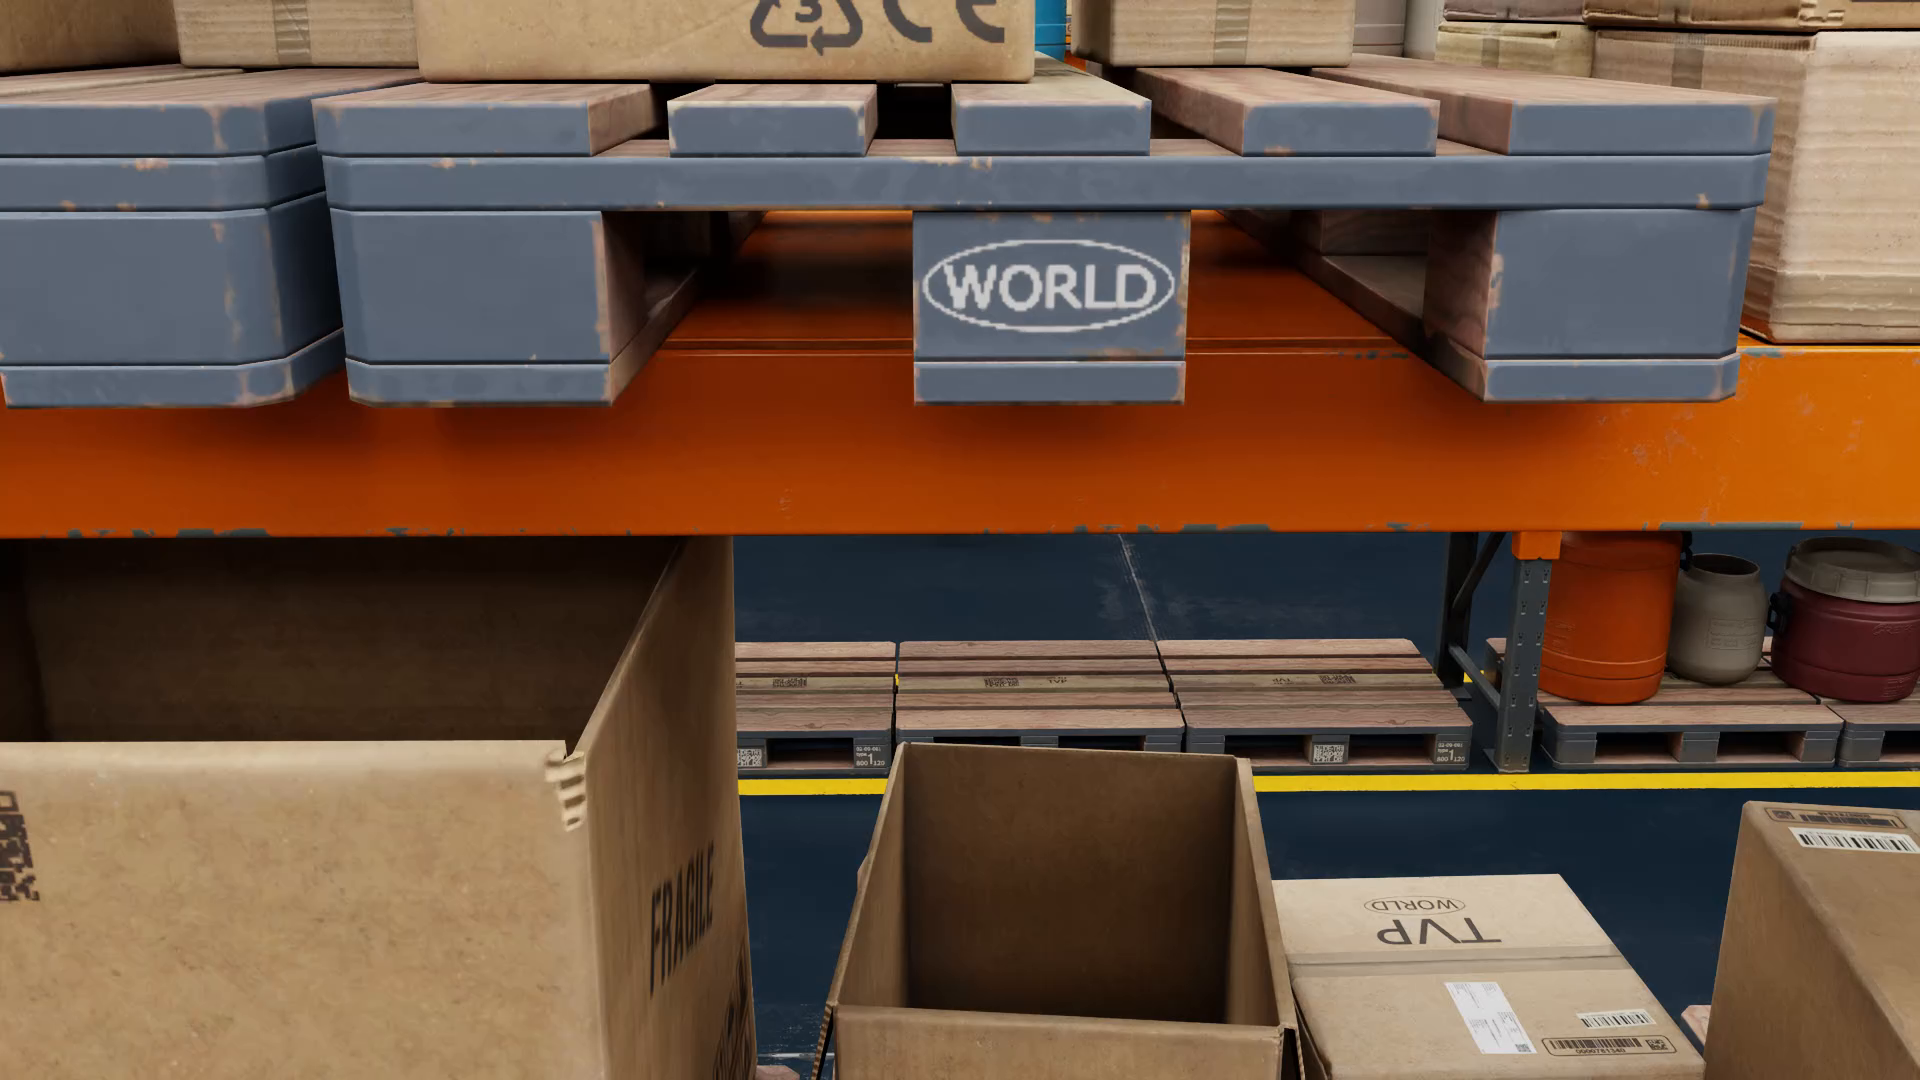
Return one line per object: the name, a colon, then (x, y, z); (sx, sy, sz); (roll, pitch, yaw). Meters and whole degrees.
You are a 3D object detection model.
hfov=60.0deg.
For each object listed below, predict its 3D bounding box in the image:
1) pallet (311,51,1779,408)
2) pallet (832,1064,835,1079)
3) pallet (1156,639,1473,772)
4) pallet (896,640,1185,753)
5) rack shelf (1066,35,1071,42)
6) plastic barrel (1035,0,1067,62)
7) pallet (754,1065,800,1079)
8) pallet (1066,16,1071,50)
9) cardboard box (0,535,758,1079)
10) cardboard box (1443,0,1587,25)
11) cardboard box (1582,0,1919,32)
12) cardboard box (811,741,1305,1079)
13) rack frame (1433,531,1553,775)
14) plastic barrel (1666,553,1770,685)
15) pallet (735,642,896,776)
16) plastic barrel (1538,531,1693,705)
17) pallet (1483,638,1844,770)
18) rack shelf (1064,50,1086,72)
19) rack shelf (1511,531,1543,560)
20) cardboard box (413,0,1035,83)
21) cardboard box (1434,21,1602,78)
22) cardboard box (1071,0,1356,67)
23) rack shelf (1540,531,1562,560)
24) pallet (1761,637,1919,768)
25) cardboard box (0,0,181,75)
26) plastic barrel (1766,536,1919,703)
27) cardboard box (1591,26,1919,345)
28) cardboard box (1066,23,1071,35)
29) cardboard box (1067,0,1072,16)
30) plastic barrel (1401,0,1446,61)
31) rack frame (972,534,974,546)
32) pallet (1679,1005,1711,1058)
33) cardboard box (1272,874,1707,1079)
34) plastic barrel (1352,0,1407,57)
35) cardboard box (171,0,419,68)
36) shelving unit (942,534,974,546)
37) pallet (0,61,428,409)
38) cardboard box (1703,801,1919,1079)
pallet: (0.052, -0.379, 1.716); (1.003, 0.211, 1.213); (0, 18, -1)
pallet: (0.417, 1.030, 2.240); (1.213, 0.211, 1.003); (0, 18, -1)
pallet: (1.542, 0.724, 7.447); (1.213, 0.211, 1.003); (0, 18, -1)
pallet: (0.326, 0.729, 7.431); (1.213, 0.211, 1.003); (0, 18, -1)
rack shelf: (0.162, -4.698, 16.049); (4.000, 0.370, 1.077); (0, 18, -1)
plastic barrel: (0.131, -2.319, 6.634); (0.708, 0.901, 0.600); (0, 18, -1)
pallet: (-0.837, 1.068, 2.122); (1.213, 0.211, 1.003); (0, 18, -1)
pallet: (0.448, -3.411, 11.167); (1.213, 0.211, 1.003); (1, 18, 2)
cardboard box: (-0.807, 0.489, 1.942); (1.000, 1.000, 1.000); (0, 18, 0)
cardboard box: (0.912, -0.868, 1.949); (0.500, 0.500, 0.500); (-1, 18, -2)
cardboard box: (0.915, -0.715, 1.474); (0.500, 0.500, 0.500); (0, 18, 0)
cardboard box: (0.128, 0.650, 2.254); (0.637, 0.503, 0.797); (2, 18, 5)
rack frame: (2.318, -0.596, 6.995); (0.127, 3.000, 1.000); (0, 18, -1)
plastic barrel: (3.370, 0.351, 7.428); (0.421, 0.512, 0.421); (0, 18, 0)
pallet: (-0.897, 0.735, 7.410); (1.213, 0.211, 1.003); (0, 18, -1)
plastic barrel: (2.807, 0.230, 7.286); (0.708, 0.830, 0.600); (0, 18, -1)
pallet: (3.105, 0.715, 7.473); (1.213, 0.211, 1.003); (0, 18, -1)
rack shelf: (0.243, -3.185, 11.333); (4.000, 0.370, 1.077); (0, 18, -1)
rack shelf: (0.318, -0.244, 7.075); (4.000, 0.370, 1.077); (0, 18, -1)
cardboard box: (-0.190, -0.718, 1.609); (0.637, 0.503, 0.797); (0, 18, 1)
cardboard box: (0.895, -0.508, 2.055); (0.500, 0.250, 0.500); (0, 18, 0)
cardboard box: (0.270, -0.621, 1.856); (0.250, 0.166, 0.380); (-1, 18, -2)
rack shelf: (4.317, -0.263, 7.135); (4.000, 0.370, 1.077); (0, 18, -1)
pallet: (4.322, 0.710, 7.488); (1.213, 0.211, 1.003); (0, 18, -1)
cardboard box: (-1.132, -0.714, 1.594); (0.637, 0.503, 0.797); (-1, 18, -4)
plastic barrel: (3.936, 0.339, 7.340); (0.708, 0.588, 0.600); (0, 18, -1)
cardboard box: (0.926, -0.355, 1.578); (0.500, 0.250, 0.500); (0, 18, 1)
cardboard box: (0.864, -5.131, 16.019); (0.637, 0.503, 0.797); (2, 18, 7)
cardboard box: (0.694, -3.639, 11.129); (0.500, 0.250, 0.500); (-1, 18, -2)
plastic barrel: (2.002, -2.170, 6.807); (0.421, 0.512, 0.421); (0, 18, 0)
rack frame: (0.077, -0.572, 9.865); (0.006, 1.200, 0.240); (0, 18, -1)
pallet: (1.685, 1.044, 2.197); (1.003, 0.211, 1.213); (0, 18, -1)
cardboard box: (0.716, 0.726, 2.432); (0.500, 0.250, 0.500); (-1, 18, -2)
plastic barrel: (1.493, -2.325, 6.655); (0.600, 0.901, 0.600); (0, 18, 0)
cardboard box: (-0.665, -0.664, 1.827); (0.258, 0.266, 0.396); (0, 18, 1)
shelving unit: (-0.014, -0.571, 9.864); (0.189, 1.200, 0.258); (0, 18, -1)
pallet: (-0.985, -0.373, 1.698); (1.003, 0.211, 1.213); (0, 18, -1)
cardboard box: (1.300, 0.717, 2.050); (0.500, 0.500, 0.700); (2, 18, 7)
